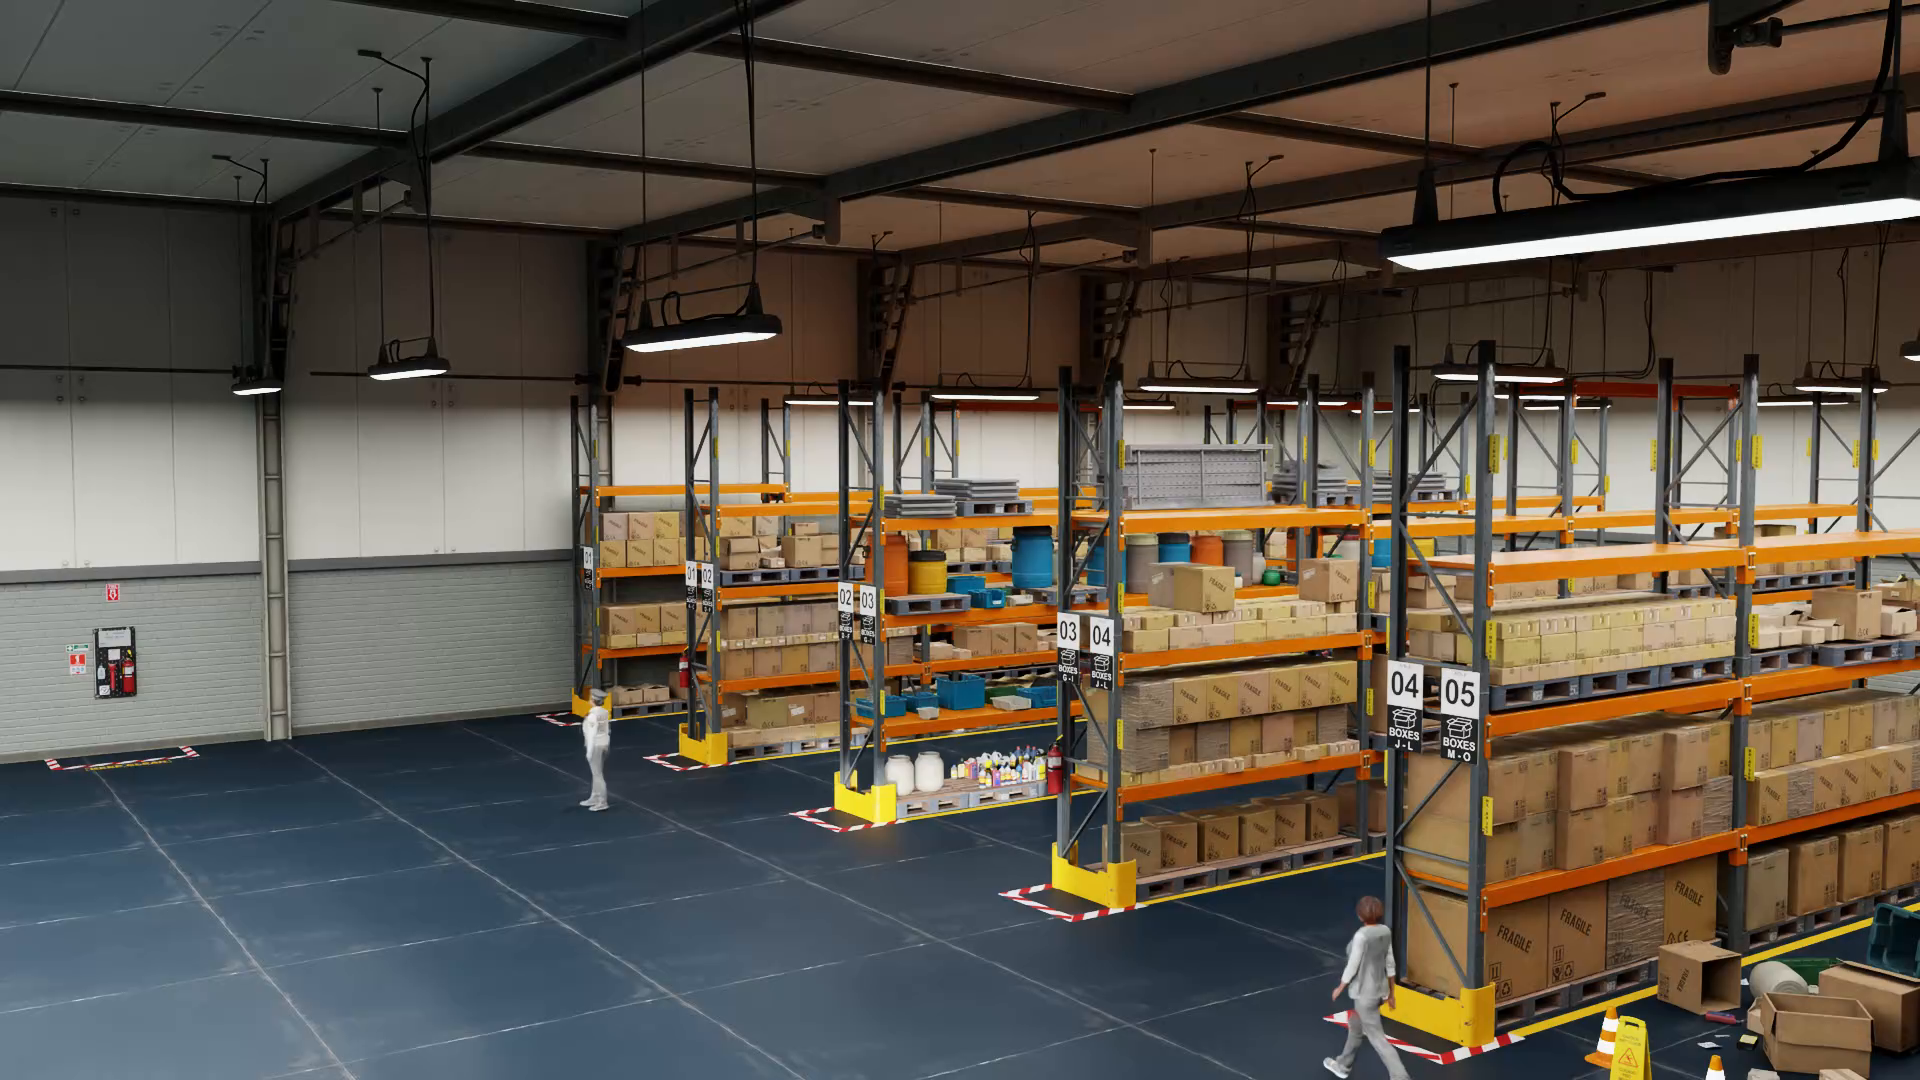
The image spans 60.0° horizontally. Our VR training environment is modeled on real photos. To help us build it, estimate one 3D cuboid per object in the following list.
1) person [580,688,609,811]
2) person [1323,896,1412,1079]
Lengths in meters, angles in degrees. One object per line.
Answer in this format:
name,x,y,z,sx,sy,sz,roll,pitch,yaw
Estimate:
person,-5.151,2.925,23.241,0.530,1.700,0.490,1,4,13
person,3.213,3.578,13.151,0.421,1.550,0.944,-3,5,-43
